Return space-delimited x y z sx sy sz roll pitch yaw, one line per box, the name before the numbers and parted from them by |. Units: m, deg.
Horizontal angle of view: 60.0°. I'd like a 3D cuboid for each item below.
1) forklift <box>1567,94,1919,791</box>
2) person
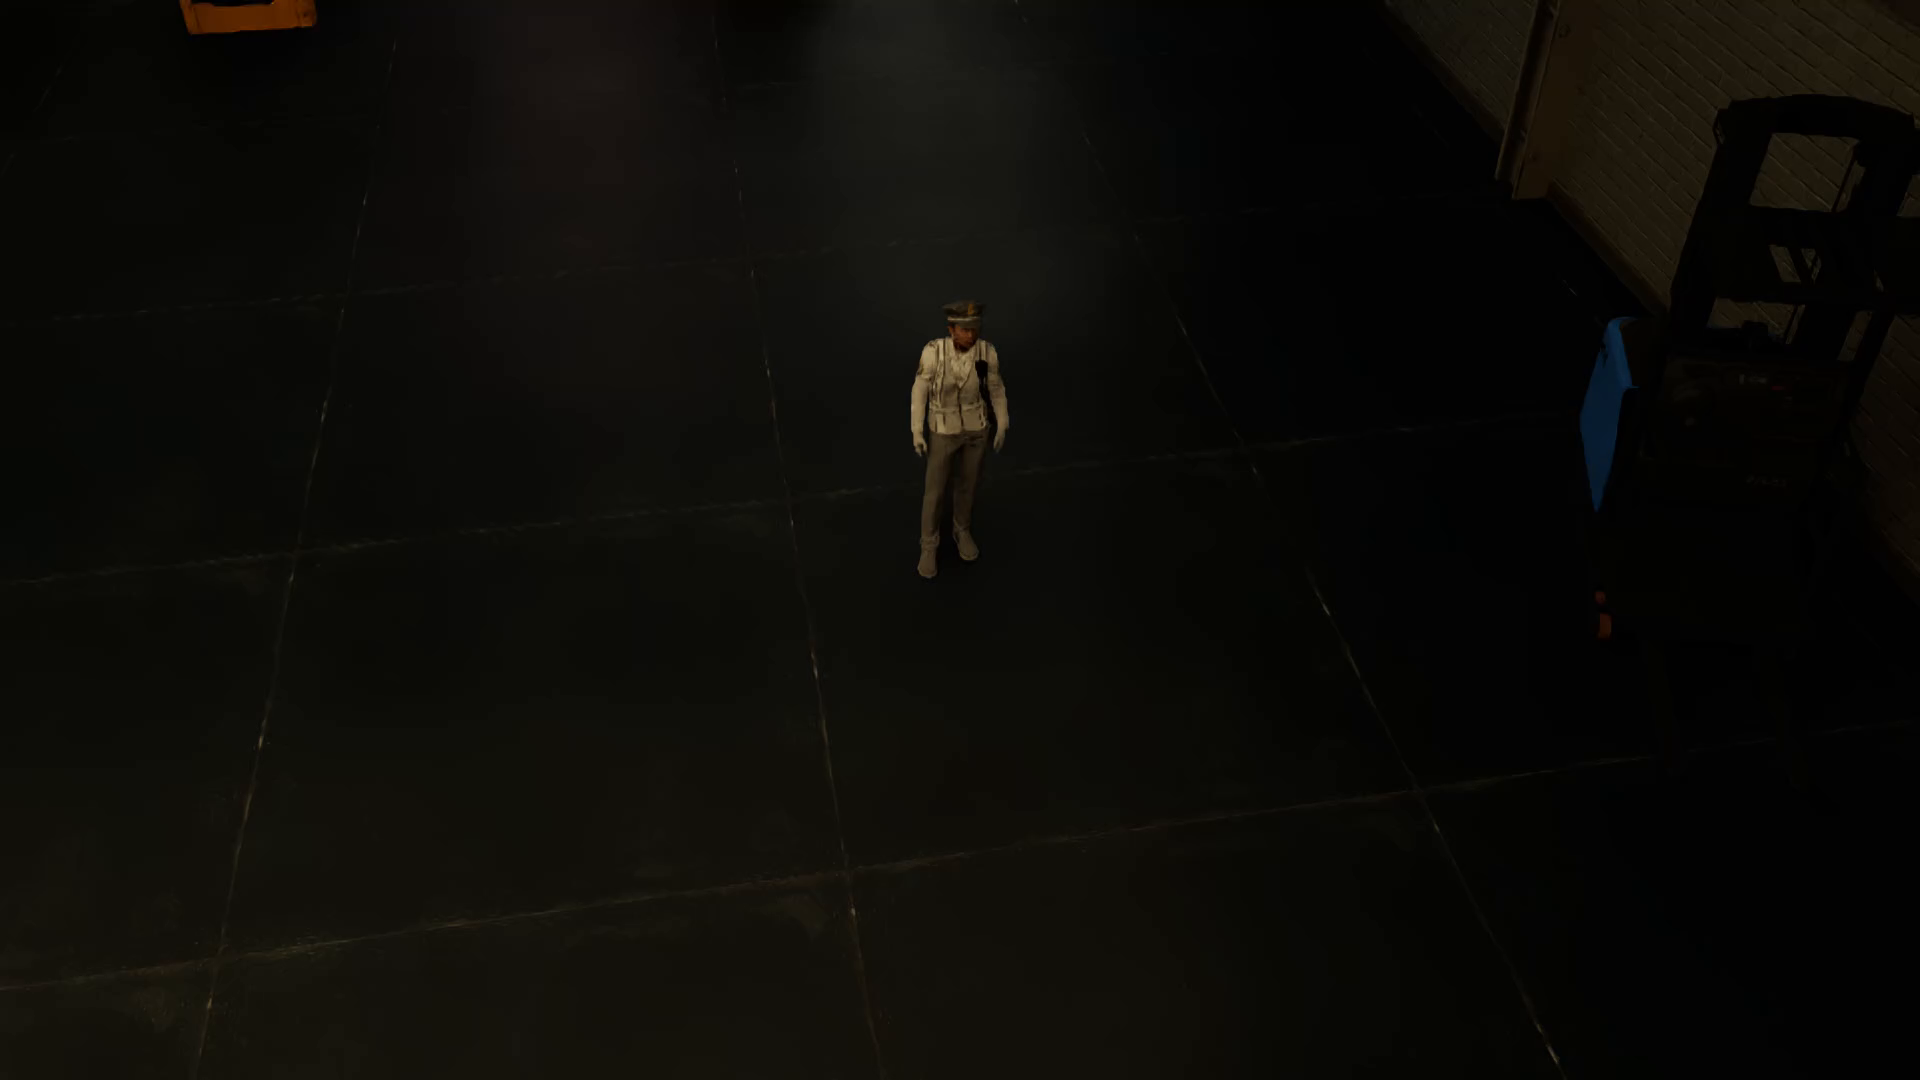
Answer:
forklift | 4.214 -0.685 8.763 1.130 2.935 3.031 6 41 8
person | 0.005 -0.607 9.615 0.586 1.695 0.533 -7 41 -8
